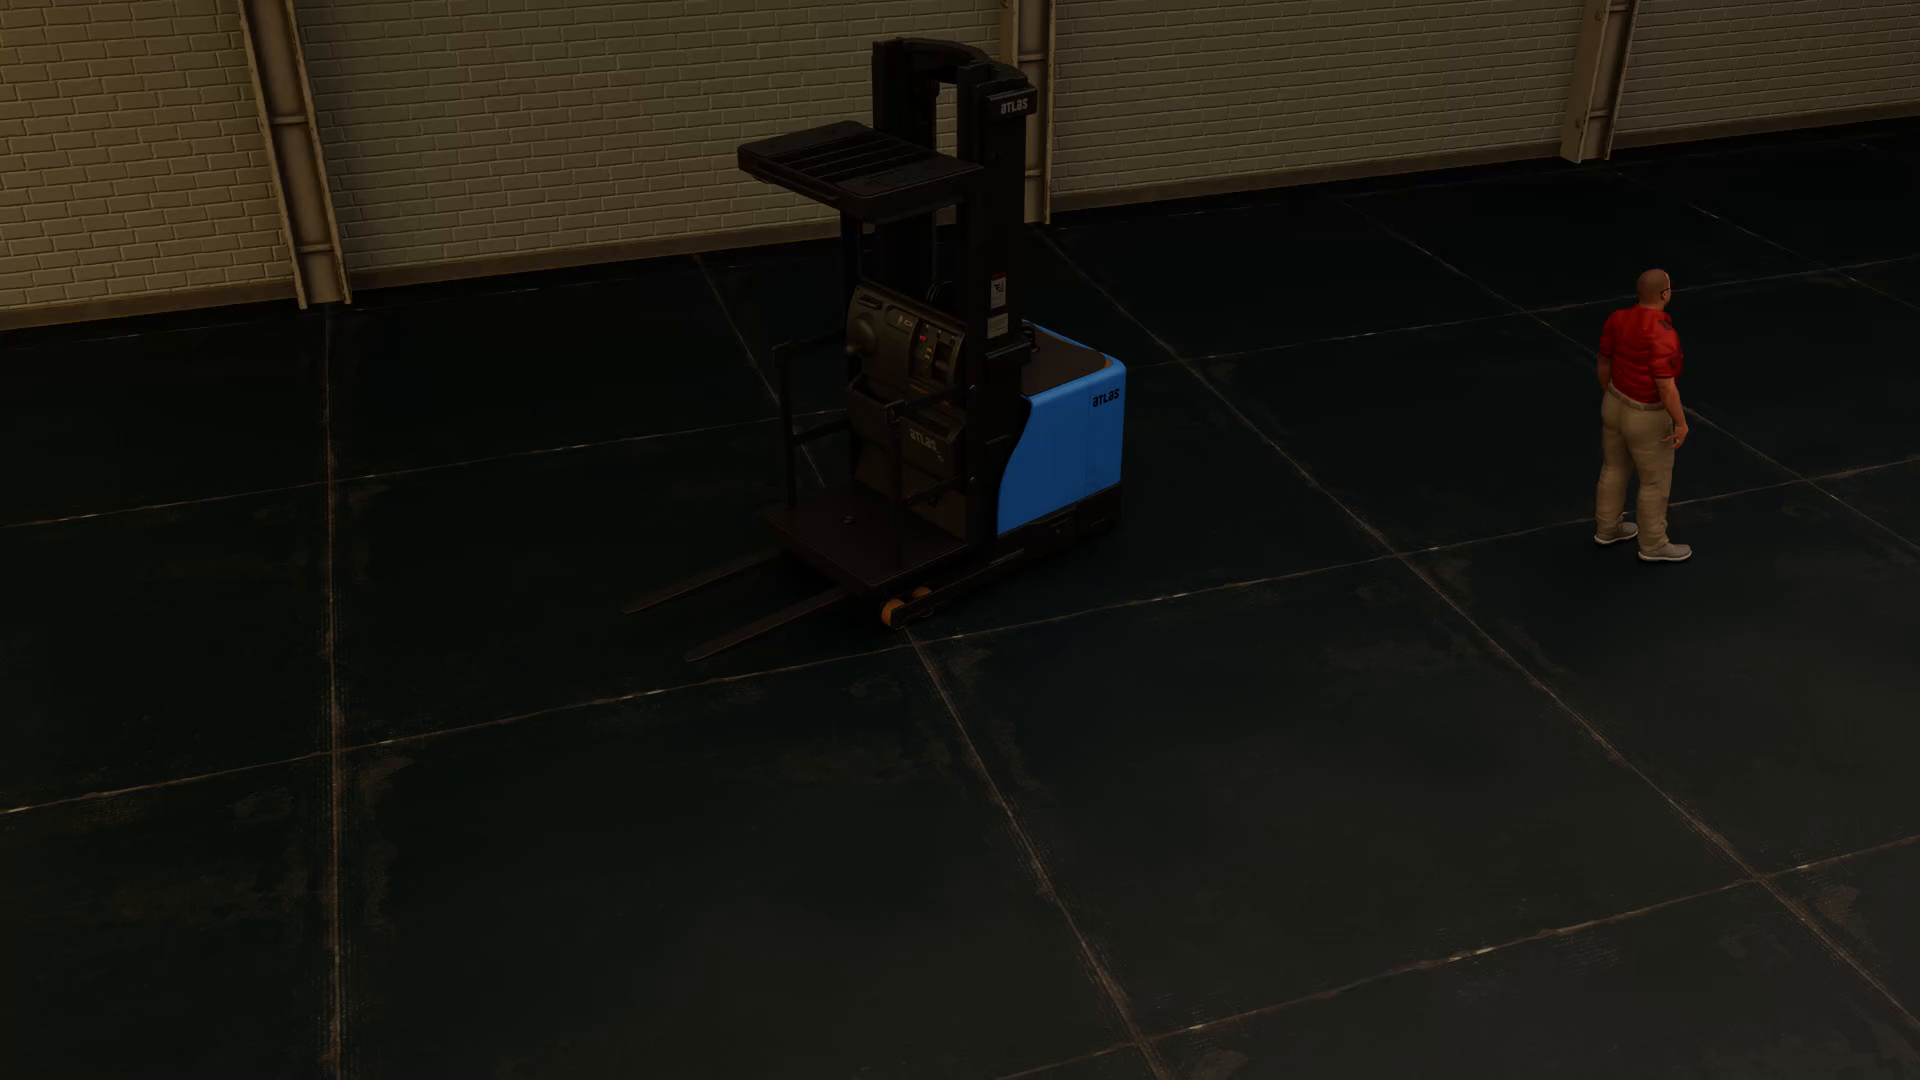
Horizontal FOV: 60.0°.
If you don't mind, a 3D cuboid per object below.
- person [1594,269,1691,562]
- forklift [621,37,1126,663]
[{"bbox_3d":[3.972,-0.736,9.557,0.551,1.727,0.640,-11,32,-19],"label":"person"},{"bbox_3d":[-0.461,-1.072,8.951,3.031,2.935,1.130,-23,37,-34],"label":"forklift"}]
